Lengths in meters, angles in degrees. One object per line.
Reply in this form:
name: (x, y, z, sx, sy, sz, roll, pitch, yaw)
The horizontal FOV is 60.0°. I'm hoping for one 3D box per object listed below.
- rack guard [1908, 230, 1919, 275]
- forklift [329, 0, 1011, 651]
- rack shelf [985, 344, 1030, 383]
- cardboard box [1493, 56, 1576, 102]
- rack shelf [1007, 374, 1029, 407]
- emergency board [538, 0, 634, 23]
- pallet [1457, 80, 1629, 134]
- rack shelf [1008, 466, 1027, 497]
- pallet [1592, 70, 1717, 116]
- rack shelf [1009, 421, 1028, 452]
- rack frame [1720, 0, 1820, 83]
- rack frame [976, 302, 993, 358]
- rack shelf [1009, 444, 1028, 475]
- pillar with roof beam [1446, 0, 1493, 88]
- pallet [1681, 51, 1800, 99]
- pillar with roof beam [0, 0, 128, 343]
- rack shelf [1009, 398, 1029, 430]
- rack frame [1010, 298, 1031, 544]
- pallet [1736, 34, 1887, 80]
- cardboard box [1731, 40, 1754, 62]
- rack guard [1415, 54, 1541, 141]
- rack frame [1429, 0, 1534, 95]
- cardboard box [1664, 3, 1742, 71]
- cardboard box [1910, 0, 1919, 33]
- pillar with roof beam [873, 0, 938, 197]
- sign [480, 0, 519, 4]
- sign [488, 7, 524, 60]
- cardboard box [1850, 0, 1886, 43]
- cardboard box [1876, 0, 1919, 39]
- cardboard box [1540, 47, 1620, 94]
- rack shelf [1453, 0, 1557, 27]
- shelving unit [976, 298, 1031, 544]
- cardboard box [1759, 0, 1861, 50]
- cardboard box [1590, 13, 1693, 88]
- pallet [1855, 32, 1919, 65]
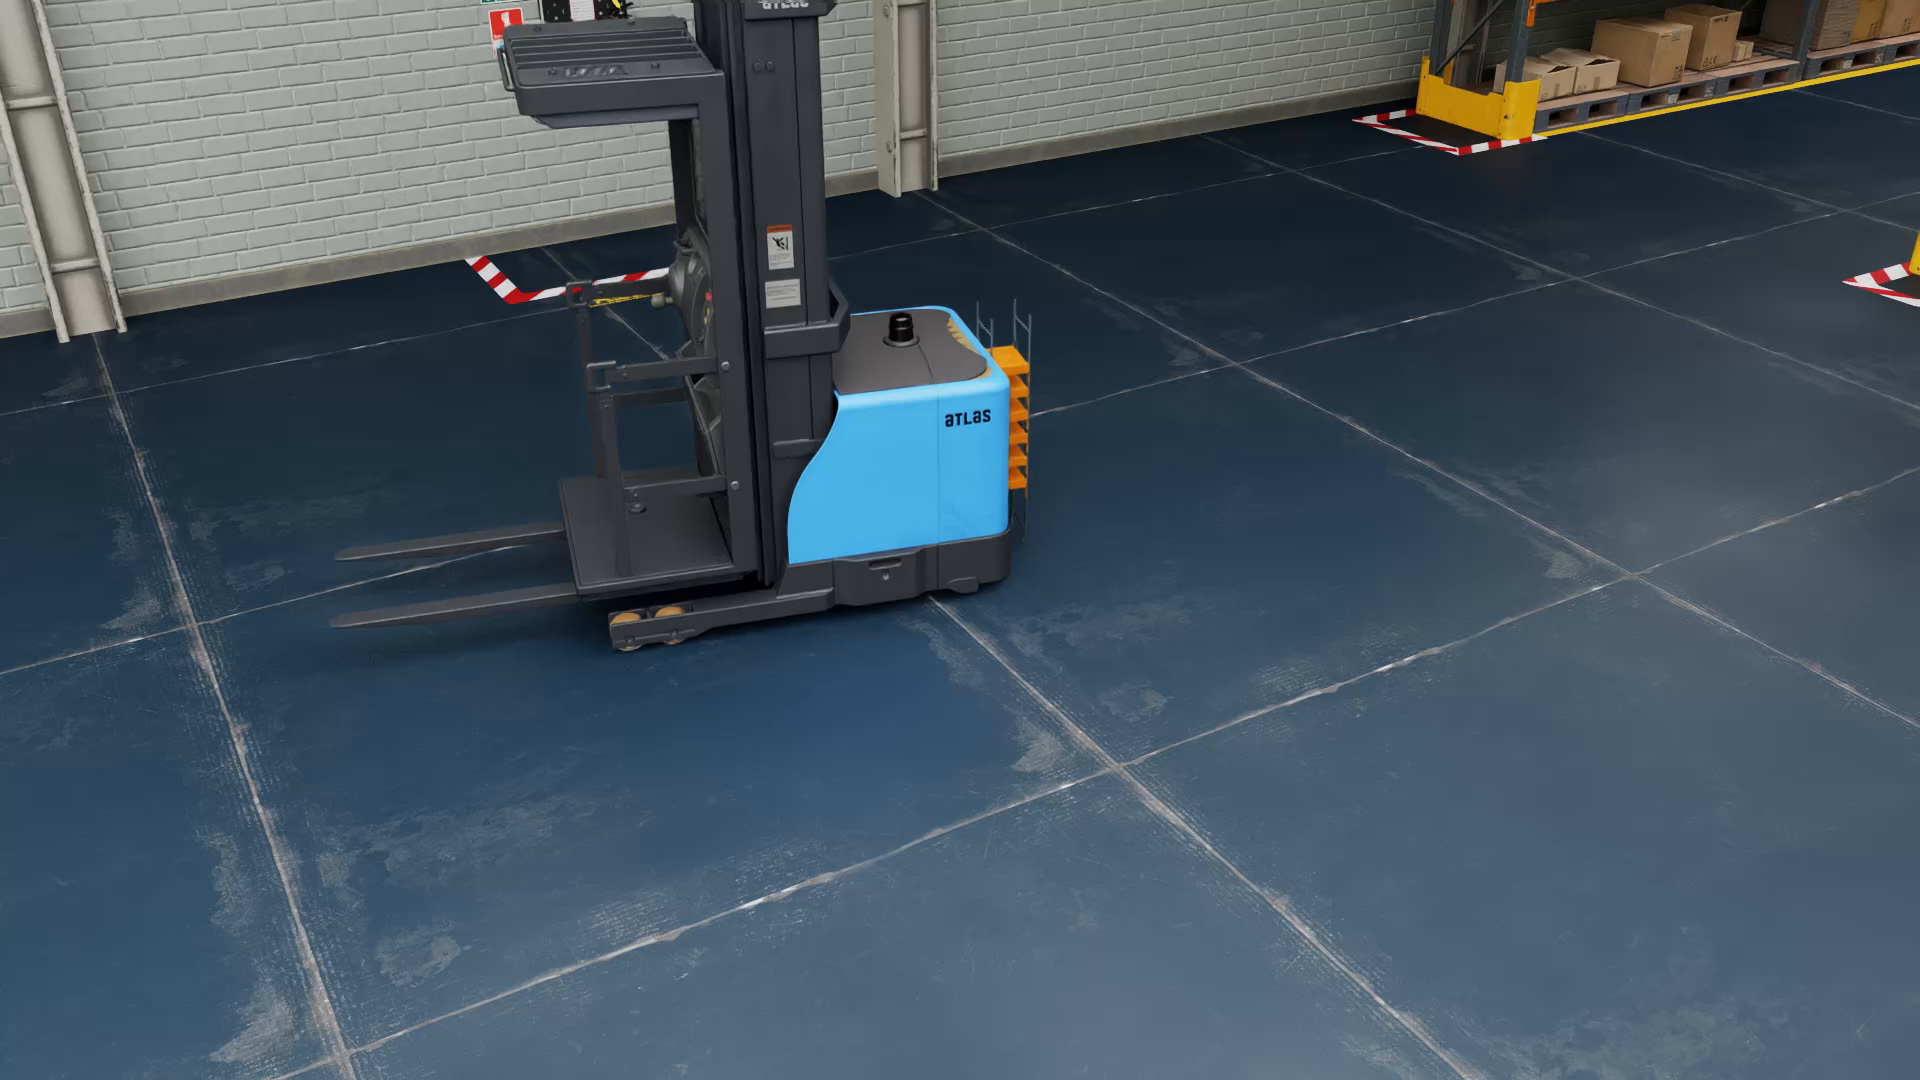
rack guard: (7.079, -1.914, 11.200, 0.348, 0.500, 1.175, -16, 33, -26)
forklift: (-1.340, -1.078, 7.169, 3.031, 2.935, 1.130, -8, 30, -14)
rack shelf: (0.202, -0.824, 7.848, 0.180, 0.103, 0.258, -8, 30, -14)
cardboard box: (5.229, -4.224, 15.127, 0.500, 0.311, 0.500, -20, 35, -32)
rack shelf: (0.202, -0.719, 7.906, 0.180, 0.103, 0.258, -8, 30, -14)
emergency board: (-2.571, -3.551, 11.579, 0.643, 1.169, 0.194, -16, 33, -26)
pallet: (5.371, -4.058, 15.385, 1.213, 0.211, 1.003, -16, 33, -26)
rack shelf: (0.202, -0.299, 8.138, 0.180, 0.103, 0.258, -8, 30, -14)
pallet: (6.421, -4.355, 15.923, 1.213, 0.211, 1.003, -16, 33, -26)
rack shelf: (0.202, -0.509, 8.022, 0.180, 0.103, 0.258, -8, 30, -14)
rack frame: (8.036, -6.056, 16.119, 0.127, 3.000, 1.000, -16, 33, -26)
rack frame: (0.114, -0.535, 7.978, 0.006, 1.200, 0.240, -8, 30, -14)
rack shelf: (0.202, -0.404, 8.080, 0.180, 0.103, 0.258, -8, 30, -14)
pillar with roof beam: (6.933, -6.441, 10.609, 0.400, 9.000, 9.100, -16, 33, -26)
pallet: (7.475, -4.656, 16.468, 1.213, 0.211, 1.003, -16, 33, -26)
pillar with roof beam: (-3.413, -3.504, 5.286, 0.400, 9.000, 9.100, -16, 33, -26)
rack shelf: (0.202, -0.614, 7.964, 0.180, 0.103, 0.258, -8, 30, -14)
rack frame: (0.290, -0.560, 8.023, 0.006, 1.200, 0.240, -8, 30, -14)
pallet: (8.706, -5.026, 17.139, 1.213, 0.211, 1.003, -16, 33, -26)
cardboard box: (7.590, -4.864, 16.437, 0.250, 0.166, 0.380, -21, 35, -33)
rack guard: (4.652, -4.001, 14.982, 0.348, 0.500, 1.175, -16, 33, -26)
rack frame: (4.587, -5.077, 14.344, 0.127, 3.000, 1.000, -16, 33, -26)
cardboard box: (7.161, -4.883, 16.126, 0.500, 0.500, 0.500, -19, 34, -30)
cardboard box: (9.973, -5.724, 17.649, 0.500, 0.500, 0.700, -16, 33, -27)
pillar with roof beam: (1.760, -4.973, 7.947, 0.400, 9.000, 9.100, -16, 33, -26)
sign: (-3.091, -3.703, 11.270, 0.331, 0.109, 0.001, -16, 33, -26)
sign: (-3.100, -3.474, 11.403, 0.234, 0.329, 0.001, -16, 33, -26)
cardboard box: (9.082, -5.488, 17.222, 0.500, 0.500, 0.700, -17, 33, -27)
cardboard box: (9.542, -5.596, 17.418, 0.500, 0.500, 0.700, -15, 32, -26)
cardboard box: (5.721, -4.363, 15.380, 0.500, 0.311, 0.500, -13, 31, -22)
rack shelf: (6.311, -5.251, 15.405, 4.000, 0.370, 1.077, -16, 33, -26)
shelving unit: (0.202, -0.548, 8.001, 0.189, 1.200, 0.258, -8, 30, -14)
cardboard box: (8.662, -5.341, 16.955, 0.500, 0.500, 0.700, -15, 32, -25)
cardboard box: (6.378, -4.605, 15.621, 0.500, 0.500, 0.700, -18, 34, -29)
pallet: (9.759, -5.327, 17.683, 1.213, 0.211, 1.003, -16, 33, -26)
